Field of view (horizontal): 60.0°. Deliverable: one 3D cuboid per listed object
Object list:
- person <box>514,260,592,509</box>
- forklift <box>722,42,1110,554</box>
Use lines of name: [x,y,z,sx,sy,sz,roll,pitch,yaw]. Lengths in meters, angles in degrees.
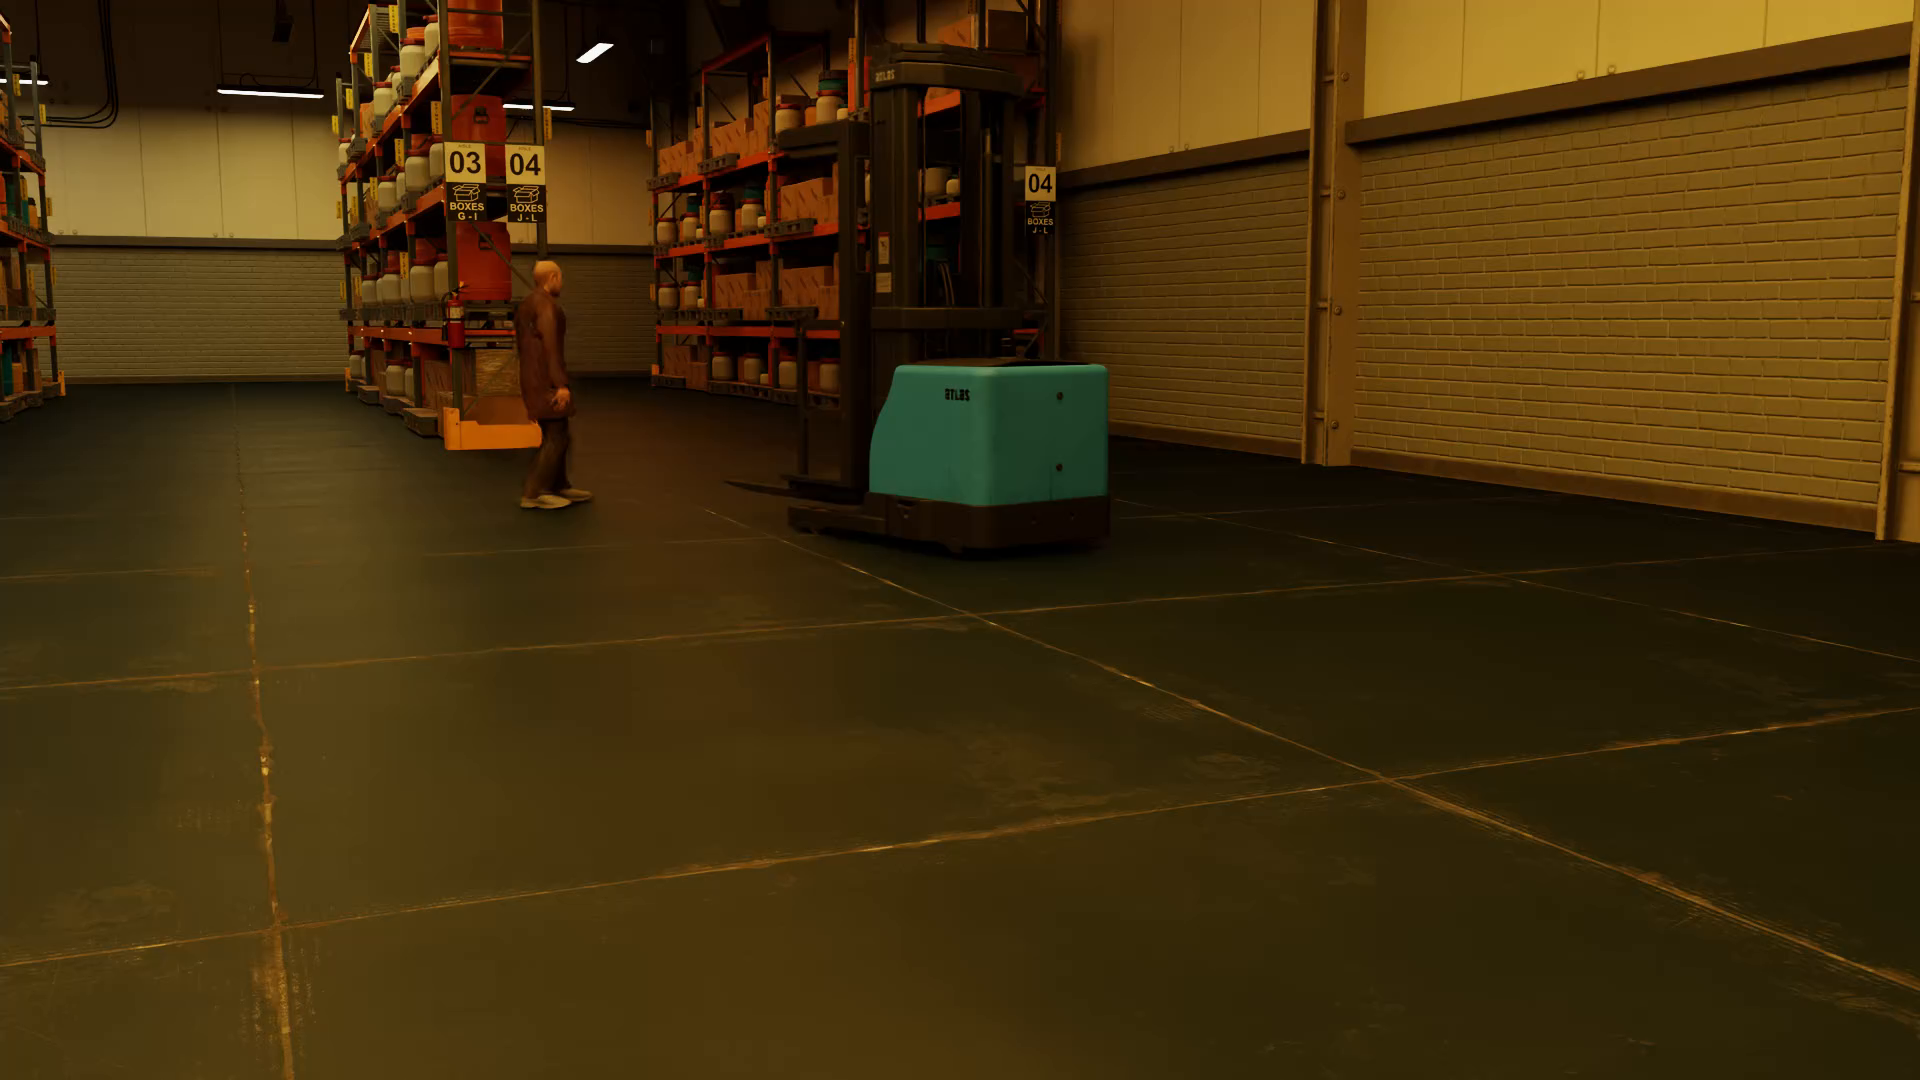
person: [-2.887,-1.117,11.924,0.608,1.753,0.810,-5,9,-34]
forklift: [-0.440,-1.521,10.481,1.130,2.935,3.031,-6,10,-39]
